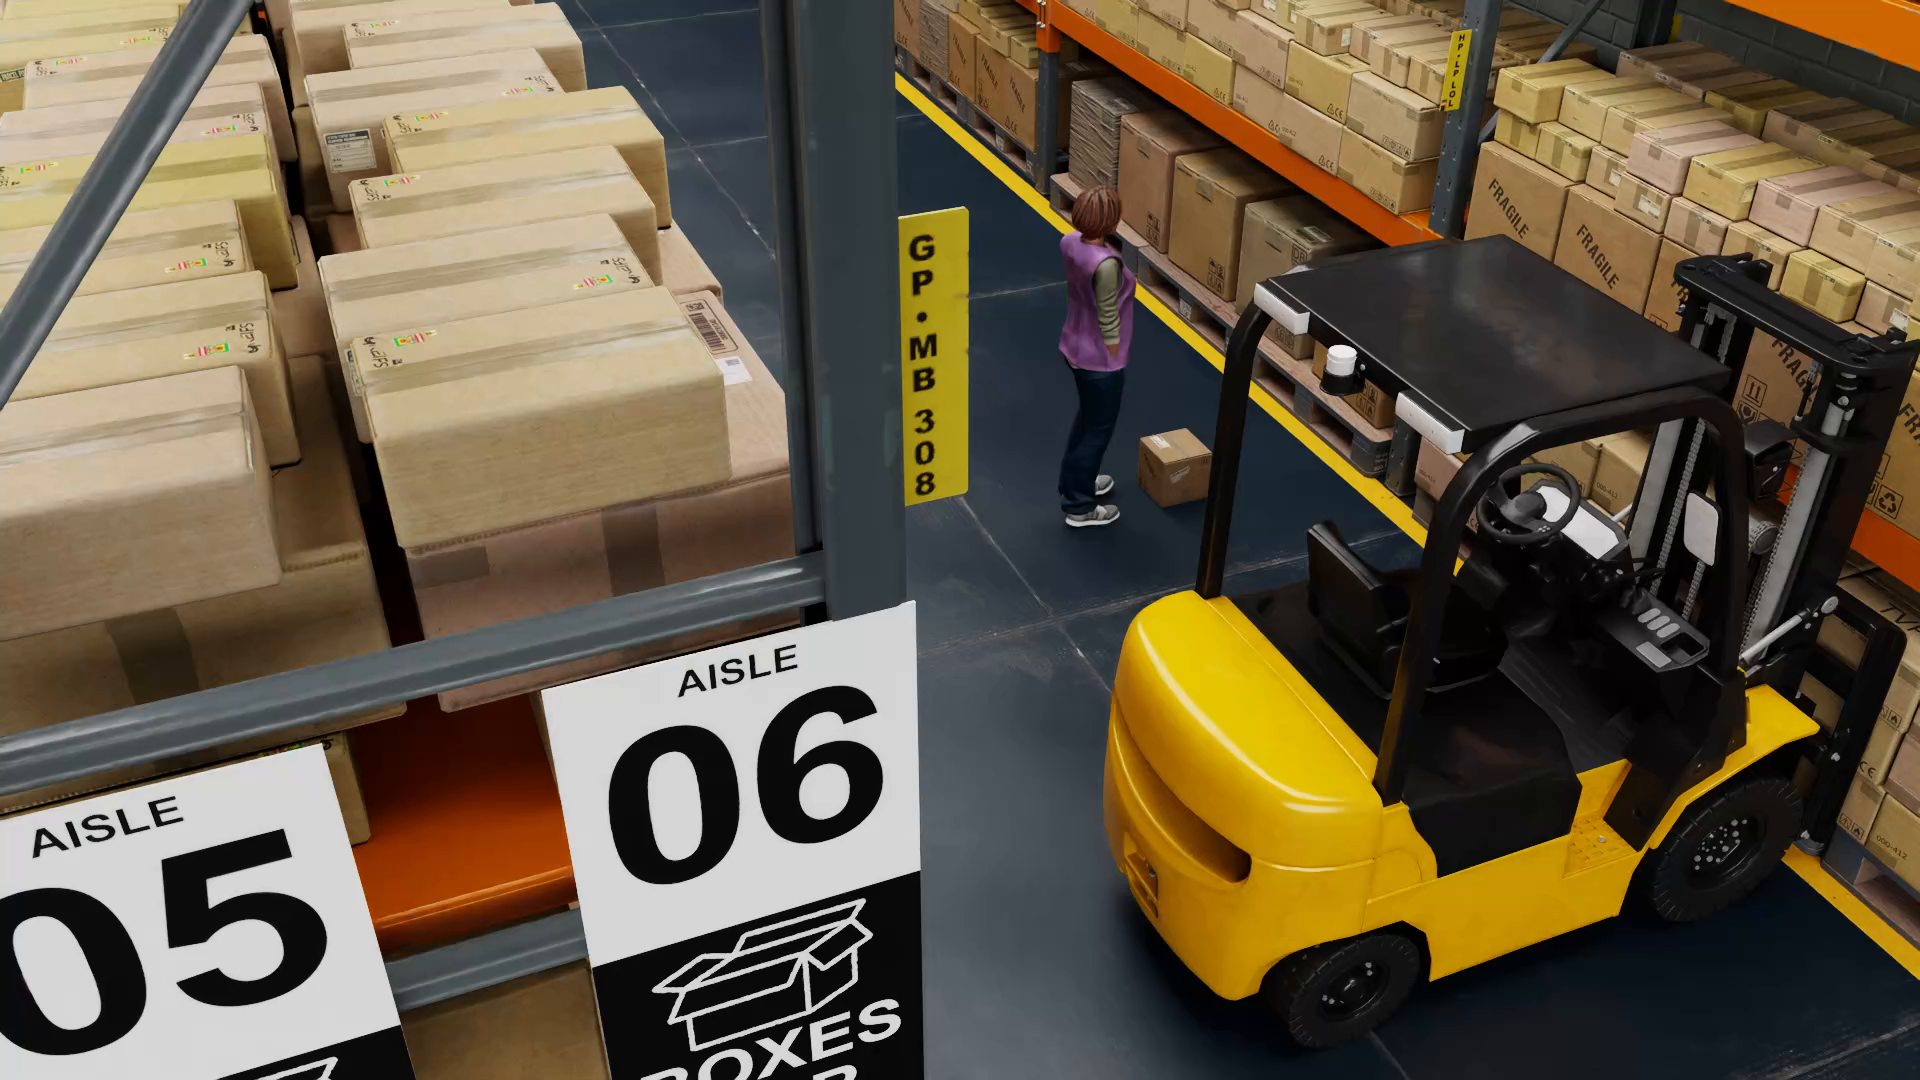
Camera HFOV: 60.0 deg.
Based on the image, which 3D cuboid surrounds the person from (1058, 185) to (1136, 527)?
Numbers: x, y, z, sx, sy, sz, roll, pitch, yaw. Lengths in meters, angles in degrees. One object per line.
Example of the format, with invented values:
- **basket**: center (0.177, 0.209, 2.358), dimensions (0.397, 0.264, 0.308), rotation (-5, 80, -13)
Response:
- **person**: center (0.594, -0.807, 7.371), dimensions (0.360, 1.584, 0.405), rotation (-12, 36, -18)
